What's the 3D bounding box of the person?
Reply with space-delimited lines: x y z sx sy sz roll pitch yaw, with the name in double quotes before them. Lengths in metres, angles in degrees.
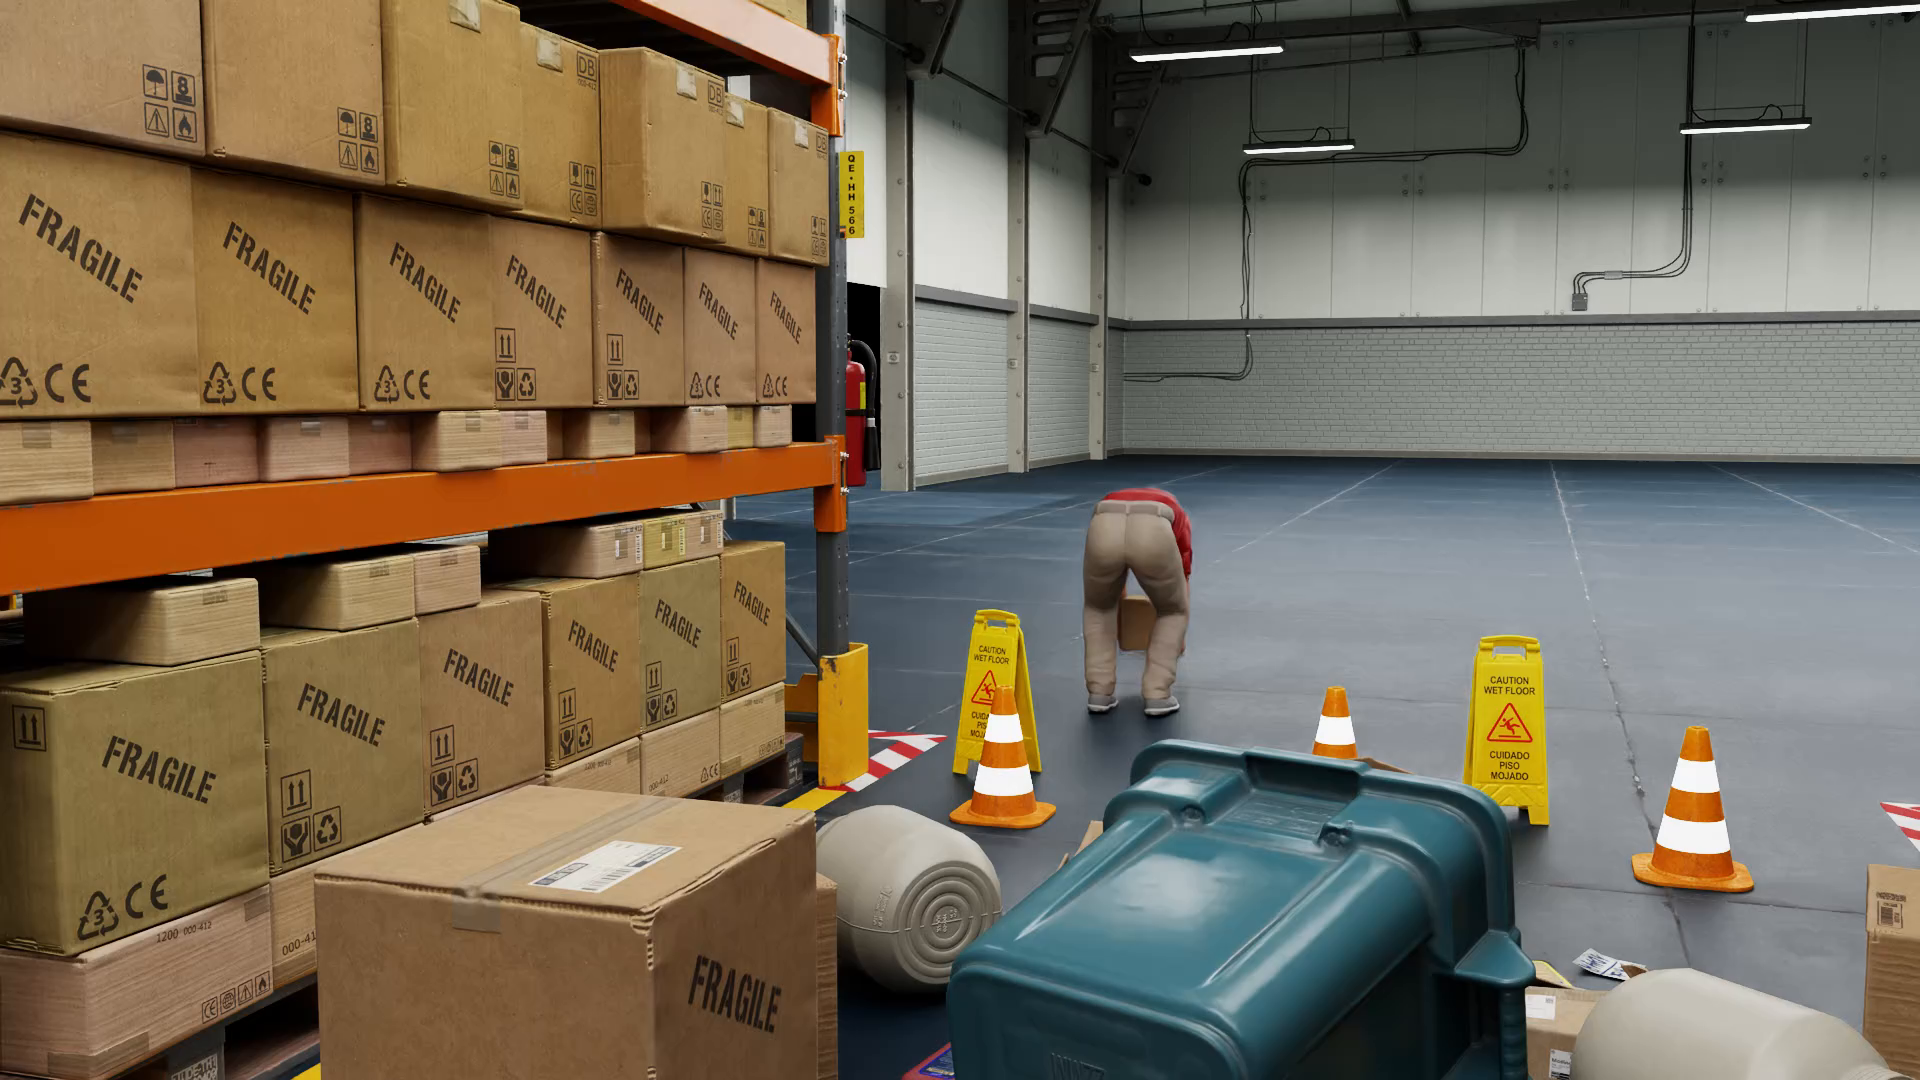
"person" 0.869 0.263 7.965 0.508 1.049 0.963 2 5 16
